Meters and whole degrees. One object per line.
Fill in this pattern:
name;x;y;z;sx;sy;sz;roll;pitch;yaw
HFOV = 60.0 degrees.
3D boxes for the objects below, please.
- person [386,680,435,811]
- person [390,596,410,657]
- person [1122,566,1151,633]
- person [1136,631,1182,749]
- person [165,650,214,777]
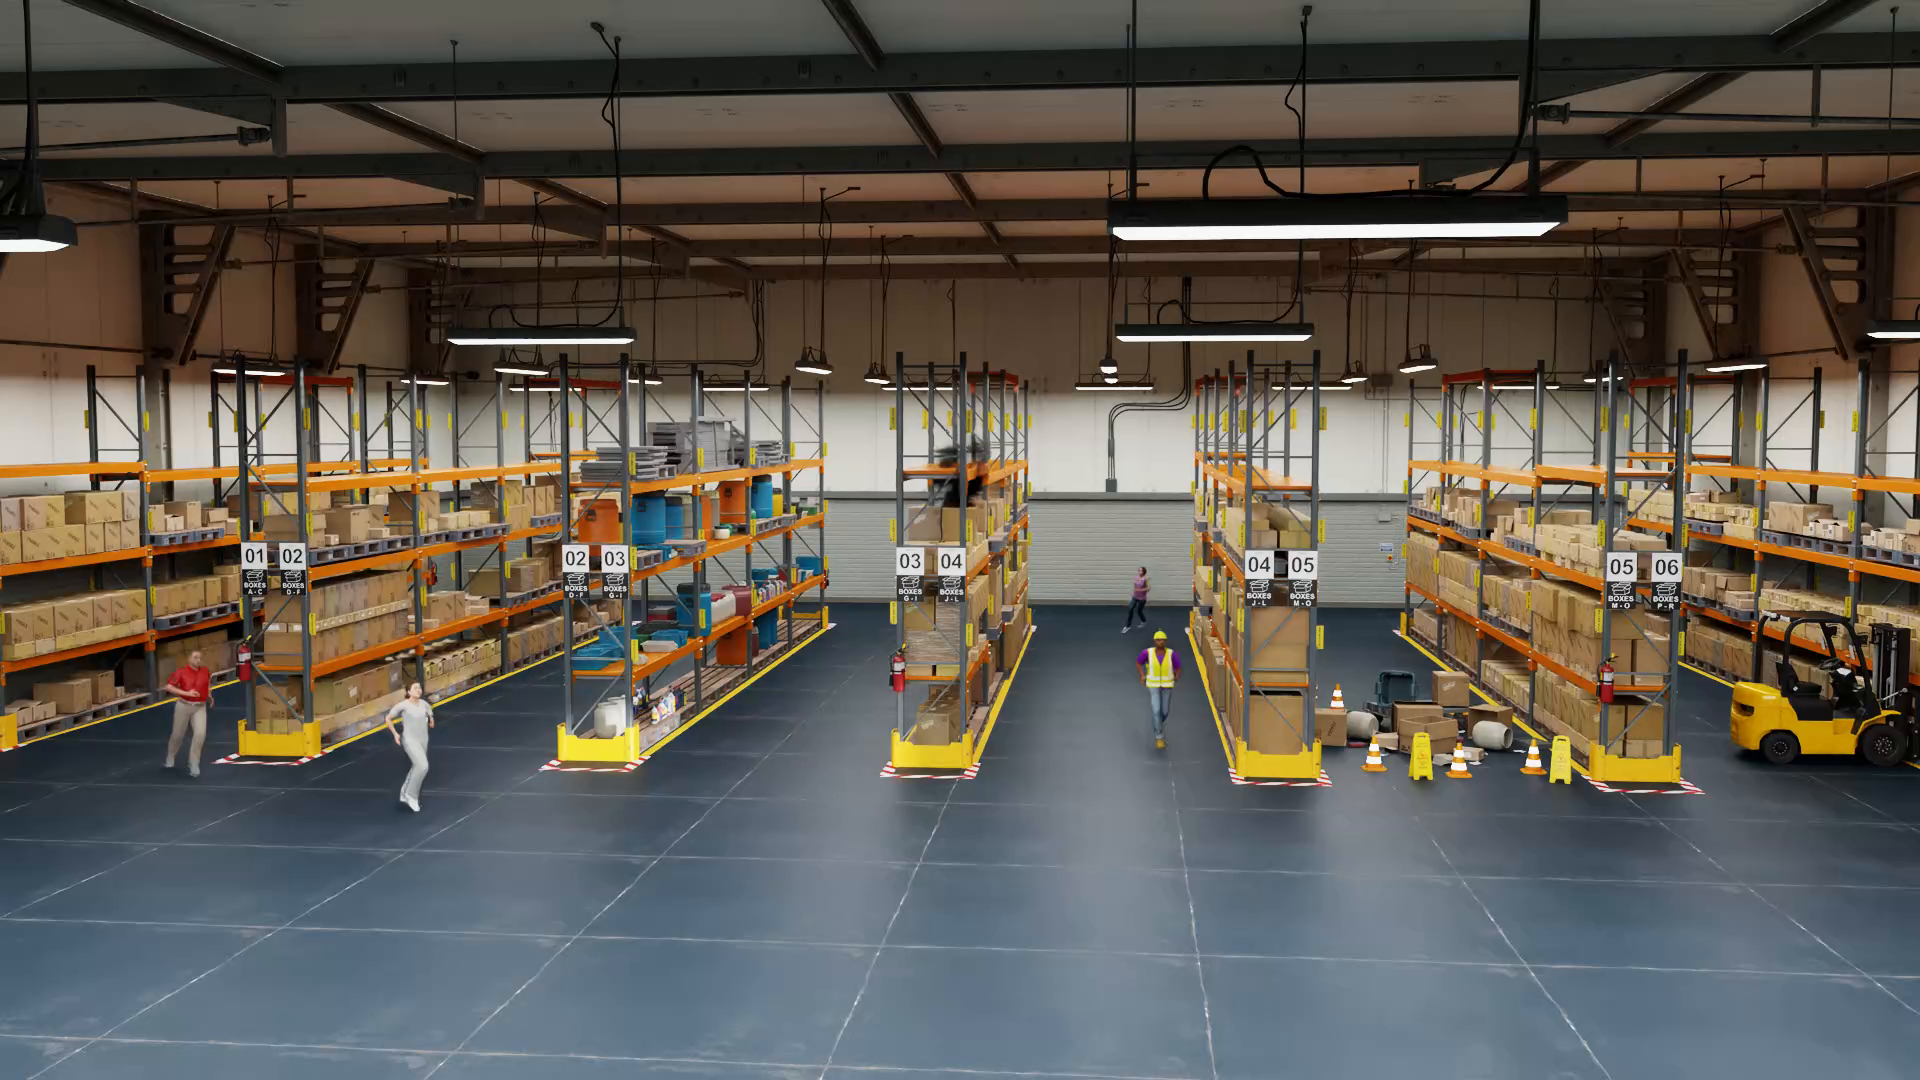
person;-7.031;2.643;21.479;0.686;1.681;0.538;2;5;31
person;-11.879;1.644;34.749;0.634;1.830;0.707;0;4;-2
person;4.321;1.418;39.677;0.595;1.556;0.829;3;5;39
person;3.098;2.296;25.816;0.700;1.766;0.897;0;4;-1
person;-11.028;2.454;23.865;0.694;1.754;0.917;-4;6;-45
